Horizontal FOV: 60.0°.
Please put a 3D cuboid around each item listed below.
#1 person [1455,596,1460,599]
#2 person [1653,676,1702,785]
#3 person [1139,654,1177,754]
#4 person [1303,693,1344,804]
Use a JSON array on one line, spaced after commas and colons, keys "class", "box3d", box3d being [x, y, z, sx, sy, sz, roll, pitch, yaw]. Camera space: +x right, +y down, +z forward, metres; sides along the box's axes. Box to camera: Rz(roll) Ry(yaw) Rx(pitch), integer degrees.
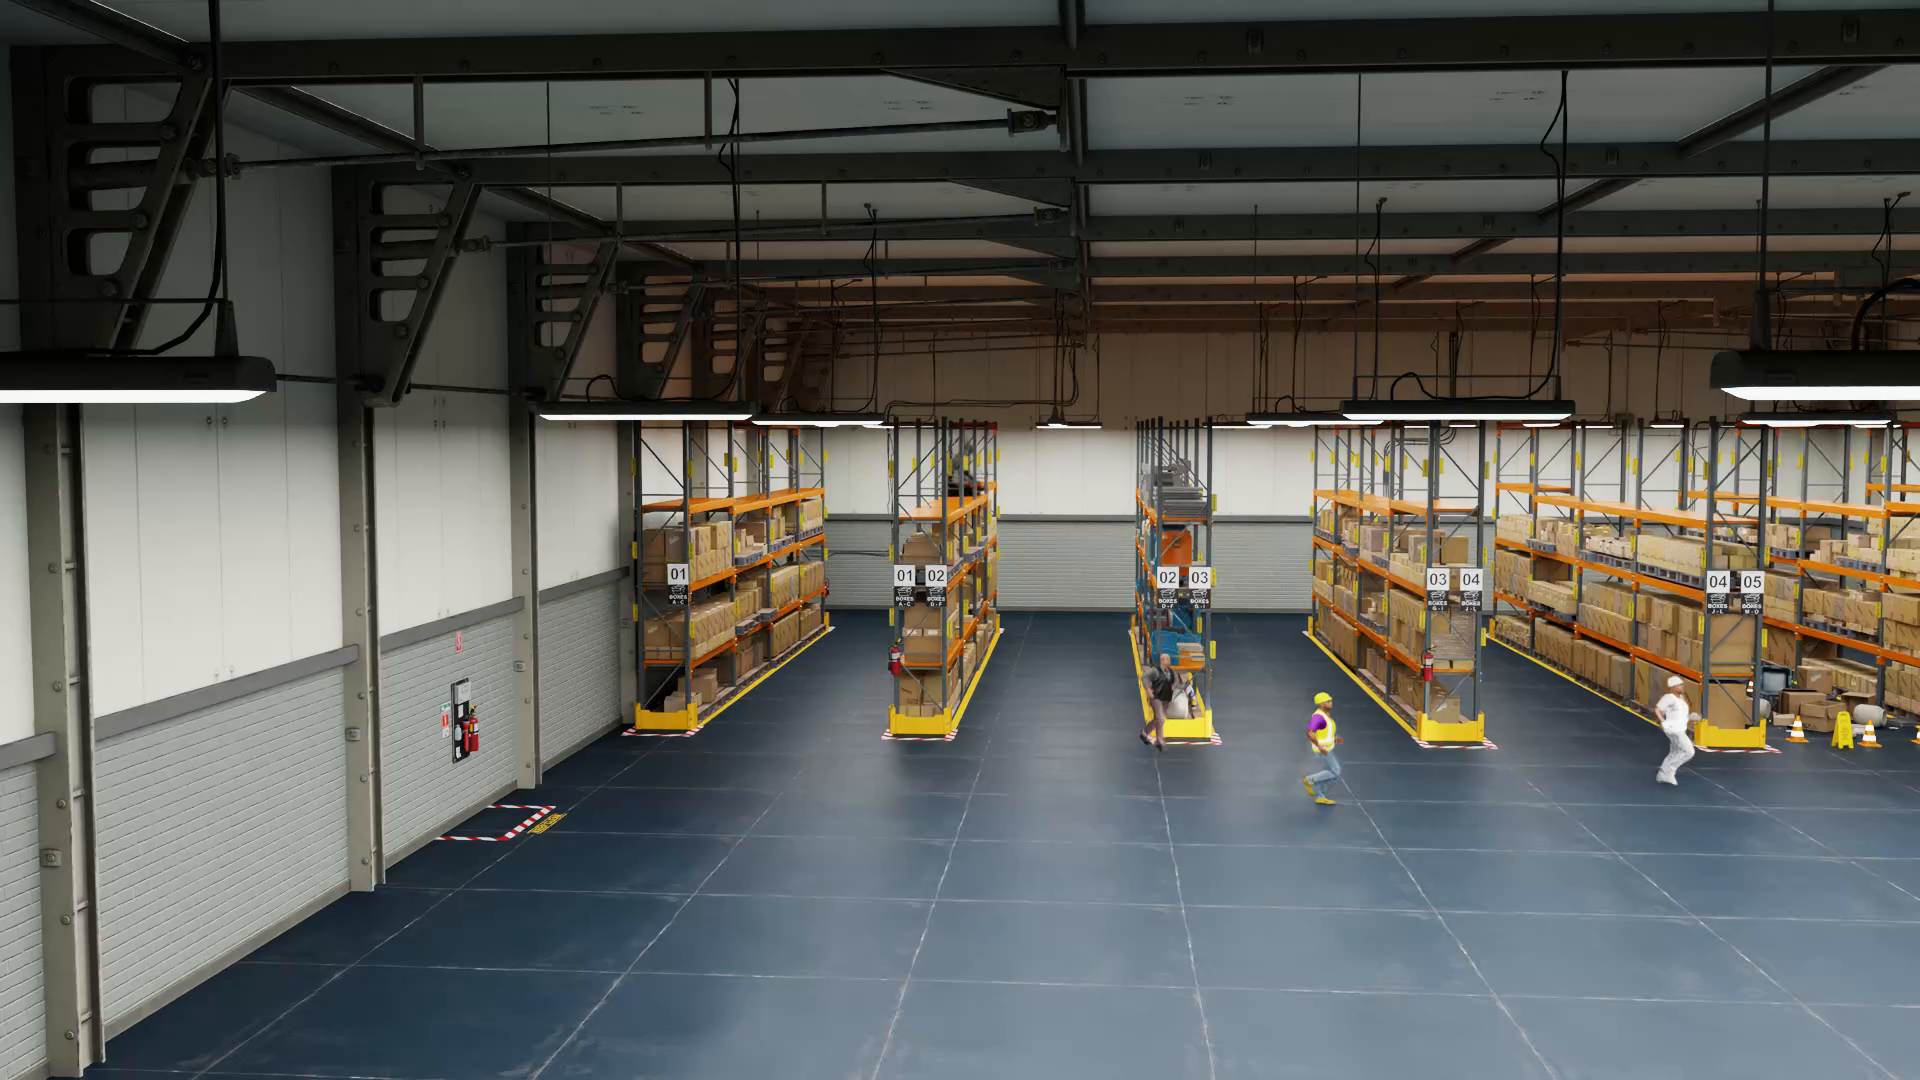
[{"class": "person", "box3d": [13.478, 1.848, 45.565, 0.752, 1.764, 0.922, 1, 4, 16]}, {"class": "person", "box3d": [11.586, 3.076, 26.810, 0.657, 1.744, 0.662, 3, 5, 36]}, {"class": "person", "box3d": [3.628, 2.923, 30.005, 0.684, 1.755, 0.875, -3, 5, -35]}, {"class": "person", "box3d": [5.583, 3.198, 25.526, 0.584, 1.716, 0.703, 2, 4, 22]}]
